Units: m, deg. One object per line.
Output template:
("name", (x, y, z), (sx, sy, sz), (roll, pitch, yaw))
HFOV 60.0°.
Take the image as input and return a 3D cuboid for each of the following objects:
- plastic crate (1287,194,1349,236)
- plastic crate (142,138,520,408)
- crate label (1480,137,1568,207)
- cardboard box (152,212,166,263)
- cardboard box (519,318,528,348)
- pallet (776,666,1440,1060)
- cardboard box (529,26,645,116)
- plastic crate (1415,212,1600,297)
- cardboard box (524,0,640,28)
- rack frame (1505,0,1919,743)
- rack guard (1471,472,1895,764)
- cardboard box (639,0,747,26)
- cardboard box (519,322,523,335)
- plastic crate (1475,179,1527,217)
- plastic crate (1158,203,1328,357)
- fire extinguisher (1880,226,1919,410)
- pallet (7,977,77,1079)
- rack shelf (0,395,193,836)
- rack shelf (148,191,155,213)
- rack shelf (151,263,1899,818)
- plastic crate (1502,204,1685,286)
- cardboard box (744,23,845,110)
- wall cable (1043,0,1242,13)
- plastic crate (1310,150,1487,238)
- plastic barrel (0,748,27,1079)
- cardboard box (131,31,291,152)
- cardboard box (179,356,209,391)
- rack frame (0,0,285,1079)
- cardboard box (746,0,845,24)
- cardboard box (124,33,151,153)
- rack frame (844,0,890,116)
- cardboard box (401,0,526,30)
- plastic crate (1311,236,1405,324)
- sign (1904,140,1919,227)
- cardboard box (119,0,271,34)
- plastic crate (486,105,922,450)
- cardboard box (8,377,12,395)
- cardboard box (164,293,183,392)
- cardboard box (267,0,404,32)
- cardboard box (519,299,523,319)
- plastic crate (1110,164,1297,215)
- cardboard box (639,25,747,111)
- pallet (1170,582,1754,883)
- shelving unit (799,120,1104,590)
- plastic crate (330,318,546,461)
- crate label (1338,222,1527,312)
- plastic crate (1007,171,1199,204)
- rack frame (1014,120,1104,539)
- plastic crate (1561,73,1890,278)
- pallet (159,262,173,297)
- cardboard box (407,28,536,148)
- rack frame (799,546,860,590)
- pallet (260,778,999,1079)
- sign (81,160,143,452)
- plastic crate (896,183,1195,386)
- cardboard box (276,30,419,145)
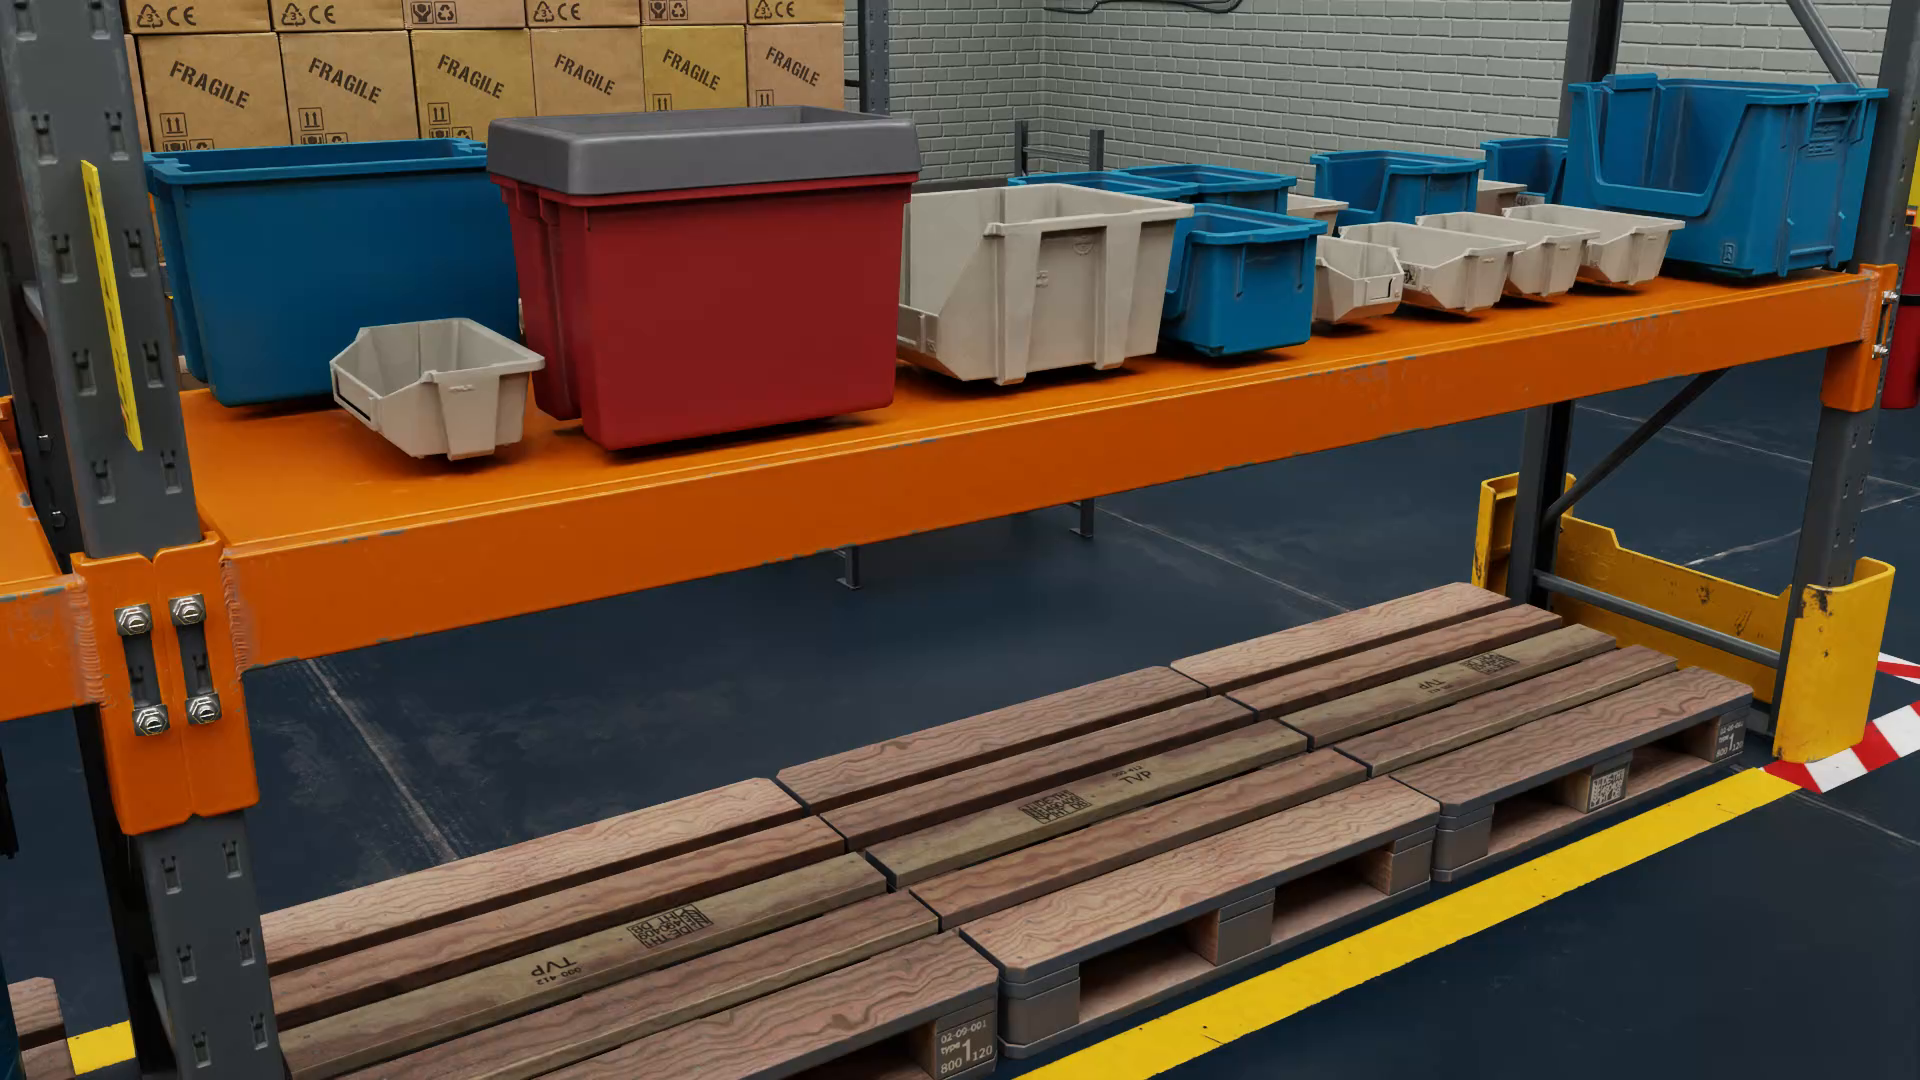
("plastic crate", (0.790, -0.785, 4.200), (0.298, 0.136, 0.250), (-12, 22, -31))
("plastic crate", (-1.081, -0.480, 2.913), (0.575, 0.384, 0.392), (-12, 22, -31))
("crate label", (1.670, -0.984, 4.640), (0.303, 0.233, 0.416), (-12, 22, -31))
("cardboard box", (-5.630, -2.143, 11.146), (0.500, 0.500, 0.700), (-12, 22, -32))
("cardboard box", (-1.792, -0.901, 7.832), (0.500, 0.250, 0.500), (-12, 22, -31))
("pallet", (0.329, 0.679, 3.907), (1.213, 0.211, 1.003), (-12, 22, -31))
("cardboard box", (-1.739, -2.033, 7.419), (0.500, 0.500, 0.500), (-12, 22, -31))
("plastic crate", (1.226, -0.655, 3.816), (0.243, 0.136, 0.396), (-12, 22, -31))
("cardboard box", (-1.736, -2.503, 7.249), (0.500, 0.500, 0.500), (-11, 22, -30))
("rack frame", (2.057, -0.990, 4.491), (0.127, 3.000, 1.000), (-12, 22, -31))
("rack guard", (2.070, 0.186, 4.914), (0.348, 0.500, 1.175), (-12, 22, -31))
("cardboard box", (-1.306, -2.596, 7.522), (0.500, 0.500, 0.500), (-11, 22, -30))
("cardboard box", (-2.438, -0.970, 7.640), (0.637, 0.503, 0.797), (-12, 22, -31))
("plastic crate", (1.357, -0.904, 4.554), (0.298, 0.136, 0.250), (-12, 22, -31))
("plastic crate", (0.483, -0.509, 3.235), (0.300, 0.233, 0.416), (-12, 22, -31))
("fire extinguisher", (2.433, -0.682, 4.282), (0.183, 0.674, 0.296), (-12, 22, -31))
("pallet", (-1.951, 1.160, 2.484), (1.213, 0.211, 1.003), (-12, 22, -31))
("rack shelf", (-2.954, 0.407, 1.480), (4.000, 0.370, 1.077), (-12, 22, -31))
("rack shelf", (-2.334, -1.623, 7.485), (4.000, 0.370, 1.077), (-12, 22, -31))
("rack shelf", (0.387, -0.297, 3.564), (4.000, 0.370, 1.077), (-12, 22, -31))
("plastic crate", (1.476, -0.702, 3.955), (0.243, 0.136, 0.396), (-12, 22, -31))
("cardboard box", (-0.888, -2.212, 7.947), (0.500, 0.500, 0.500), (-11, 22, -30))
("wall cable", (1.529, -5.912, 14.530), (0.112, 2.526, 3.097), (-12, 22, -31))
("plastic crate", (1.120, -0.868, 4.297), (0.300, 0.233, 0.416), (-12, 22, -31))
("plastic barrel", (-1.747, 0.600, 2.406), (0.708, 0.901, 0.600), (-12, 22, -31))
("cardboard box", (-3.003, -1.767, 6.631), (0.500, 0.500, 0.500), (-11, 22, -30))
("cardboard box", (-3.404, -0.728, 7.478), (0.250, 0.149, 0.380), (-12, 22, -31))
("rack frame", (-1.283, -0.286, 2.407), (0.127, 3.000, 1.000), (-12, 22, -31))
("cardboard box", (-0.884, -2.685, 7.786), (0.500, 0.500, 0.500), (-12, 22, -32))
("cardboard box", (-3.429, -1.676, 6.362), (0.500, 0.500, 0.500), (-11, 22, -30))
("rack frame", (-0.664, -2.316, 8.412), (0.127, 3.000, 1.000), (-12, 22, -31))
("cardboard box", (-2.165, -2.413, 6.981), (0.500, 0.500, 0.500), (-11, 22, -30))
("plastic crate", (0.770, -0.542, 3.483), (0.250, 0.136, 0.298), (-12, 22, -31))
("sign", (2.374, -0.923, 4.038), (0.005, 0.325, 0.100), (-12, 22, -31))
("cardboard box", (-3.025, -2.231, 6.444), (0.500, 0.500, 0.500), (-13, 22, -33))
("plastic crate", (-0.400, -0.435, 2.654), (0.583, 0.464, 0.402), (-12, 22, -31))
("cardboard box", (-3.535, -0.562, 6.736), (0.500, 0.311, 0.500), (-12, 22, -31))
("cardboard box", (-3.685, -0.812, 7.179), (0.500, 0.500, 0.500), (-12, 22, -31))
("cardboard box", (-2.596, -2.322, 6.711), (0.500, 0.500, 0.500), (-13, 22, -33))
("cardboard box", (-2.109, -1.026, 8.202), (0.500, 0.250, 0.500), (-12, 22, -31))
("plastic crate", (0.571, -0.752, 3.954), (0.300, 0.233, 0.416), (-12, 22, -31))
("cardboard box", (-1.319, -2.119, 7.674), (0.500, 0.500, 0.500), (-12, 22, -31))
("pallet", (1.347, 0.465, 4.539), (1.213, 0.211, 1.003), (-12, 22, -31))
("shelving unit", (-0.071, -0.695, 5.960), (1.048, 1.500, 0.538), (-12, 22, -31))
("plastic crate", (-0.816, -0.233, 2.569), (0.243, 0.136, 0.396), (-12, 22, -31))
("crate label", (1.007, -0.599, 3.651), (0.243, 0.136, 0.396), (-12, 22, -31))
("plastic crate", (0.320, -0.699, 3.798), (0.300, 0.233, 0.416), (-12, 22, -31))
("rack frame", (0.353, -0.785, 6.225), (0.032, 1.500, 0.500), (-12, 22, -31))
("plastic crate", (1.881, -0.927, 4.153), (0.499, 0.435, 0.616), (-12, 22, -31))
("pallet", (-5.034, -1.944, 11.666), (1.213, 0.211, 1.003), (-12, 22, -31))
("cardboard box", (-2.160, -1.944, 7.156), (0.500, 0.500, 0.500), (-12, 22, -32))
("rack frame", (-0.496, -0.606, 5.695), (0.032, 1.500, 0.500), (-12, 22, -31))
("pallet", (-0.690, 0.895, 3.267), (1.213, 0.211, 1.003), (-12, 22, -31))
("sign", (-0.982, -0.270, 1.926), (0.005, 0.325, 0.100), (-12, 22, -31))
("plastic crate", (0.093, -0.478, 3.066), (0.530, 0.282, 0.437), (-12, 22, -31))
("cardboard box", (-2.584, -1.854, 6.890), (0.500, 0.500, 0.500), (-12, 22, -32))
